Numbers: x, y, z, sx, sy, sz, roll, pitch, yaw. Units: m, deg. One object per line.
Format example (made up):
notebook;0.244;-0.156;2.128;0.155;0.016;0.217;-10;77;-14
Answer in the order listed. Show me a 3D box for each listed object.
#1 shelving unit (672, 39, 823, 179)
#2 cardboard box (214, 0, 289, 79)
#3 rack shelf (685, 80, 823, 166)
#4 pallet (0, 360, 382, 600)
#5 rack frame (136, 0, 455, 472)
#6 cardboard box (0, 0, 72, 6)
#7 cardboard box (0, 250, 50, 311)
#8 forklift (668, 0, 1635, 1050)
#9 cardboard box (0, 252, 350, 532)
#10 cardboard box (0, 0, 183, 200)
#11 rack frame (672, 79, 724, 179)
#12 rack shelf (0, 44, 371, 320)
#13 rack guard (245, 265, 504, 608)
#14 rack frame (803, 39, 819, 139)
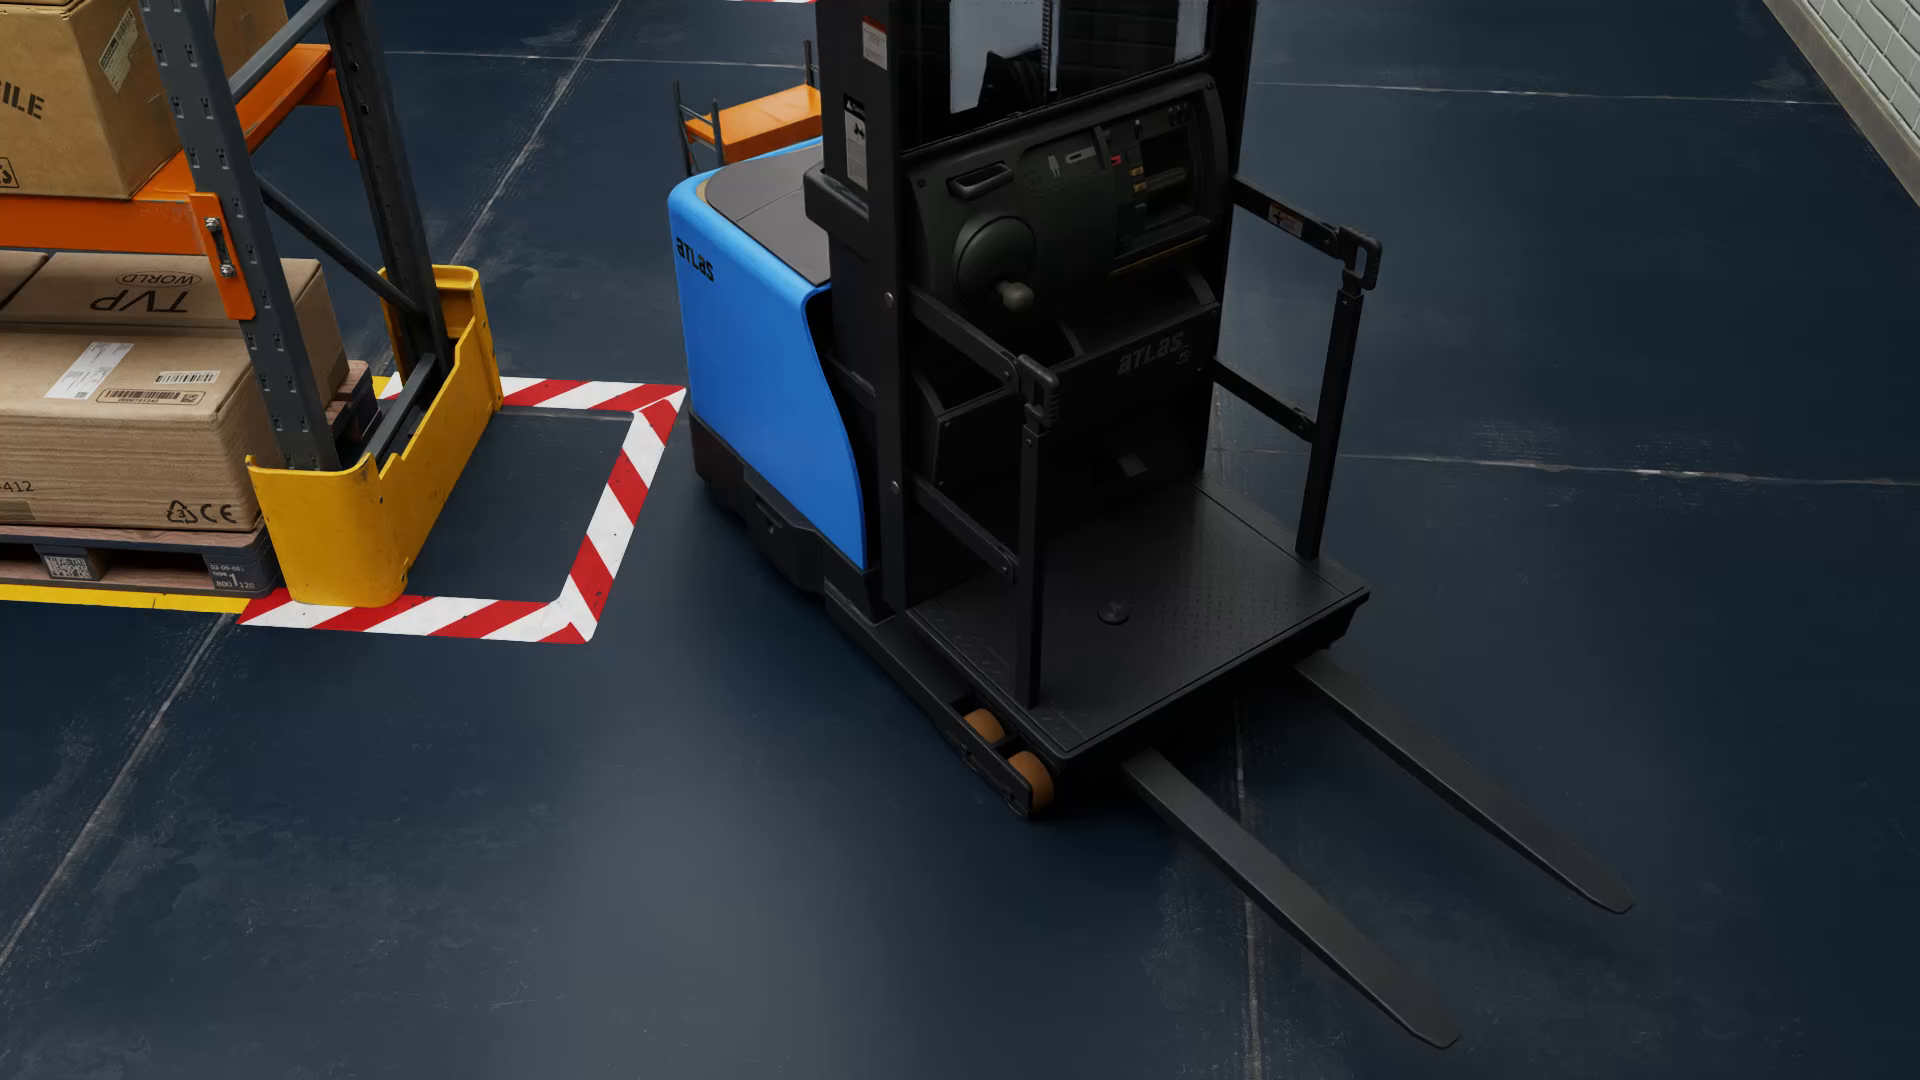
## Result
shelving unit;-0.590;-0.969;5.479;0.503;1.200;0.258;-27;43;-29
cardboard box;-2.299;-1.579;4.735;0.500;0.500;0.500;3;39;3
rack shelf;-0.603;-1.284;5.245;0.480;0.148;0.258;-27;43;-29
pallet;-2.649;-0.247;5.386;1.213;0.211;1.003;3;39;4
rack frame;-1.846;-1.334;4.512;0.127;3.000;1.000;3;39;4
cardboard box;-2.346;-1.637;4.014;0.500;0.500;0.500;4;39;5
cardboard box;-3.424;-0.521;5.210;0.875;0.438;0.875;4;39;5
forklift;0.409;-0.769;3.873;1.130;2.935;3.031;-25;45;-27
cardboard box;-2.512;-0.476;5.156;0.875;0.438;0.875;2;39;2
cardboard box;-2.349;-1.232;4.309;0.500;0.500;0.500;3;39;4
rack frame;-0.780;-0.873;5.360;0.015;1.200;0.240;-27;43;-29
rack shelf;-3.838;-1.164;4.873;4.000;0.370;1.077;3;39;4
rack guard;-1.822;-0.363;5.300;0.348;0.500;1.175;3;39;4
rack frame;-0.400;-1.066;5.598;0.015;1.200;0.240;-27;43;-29
